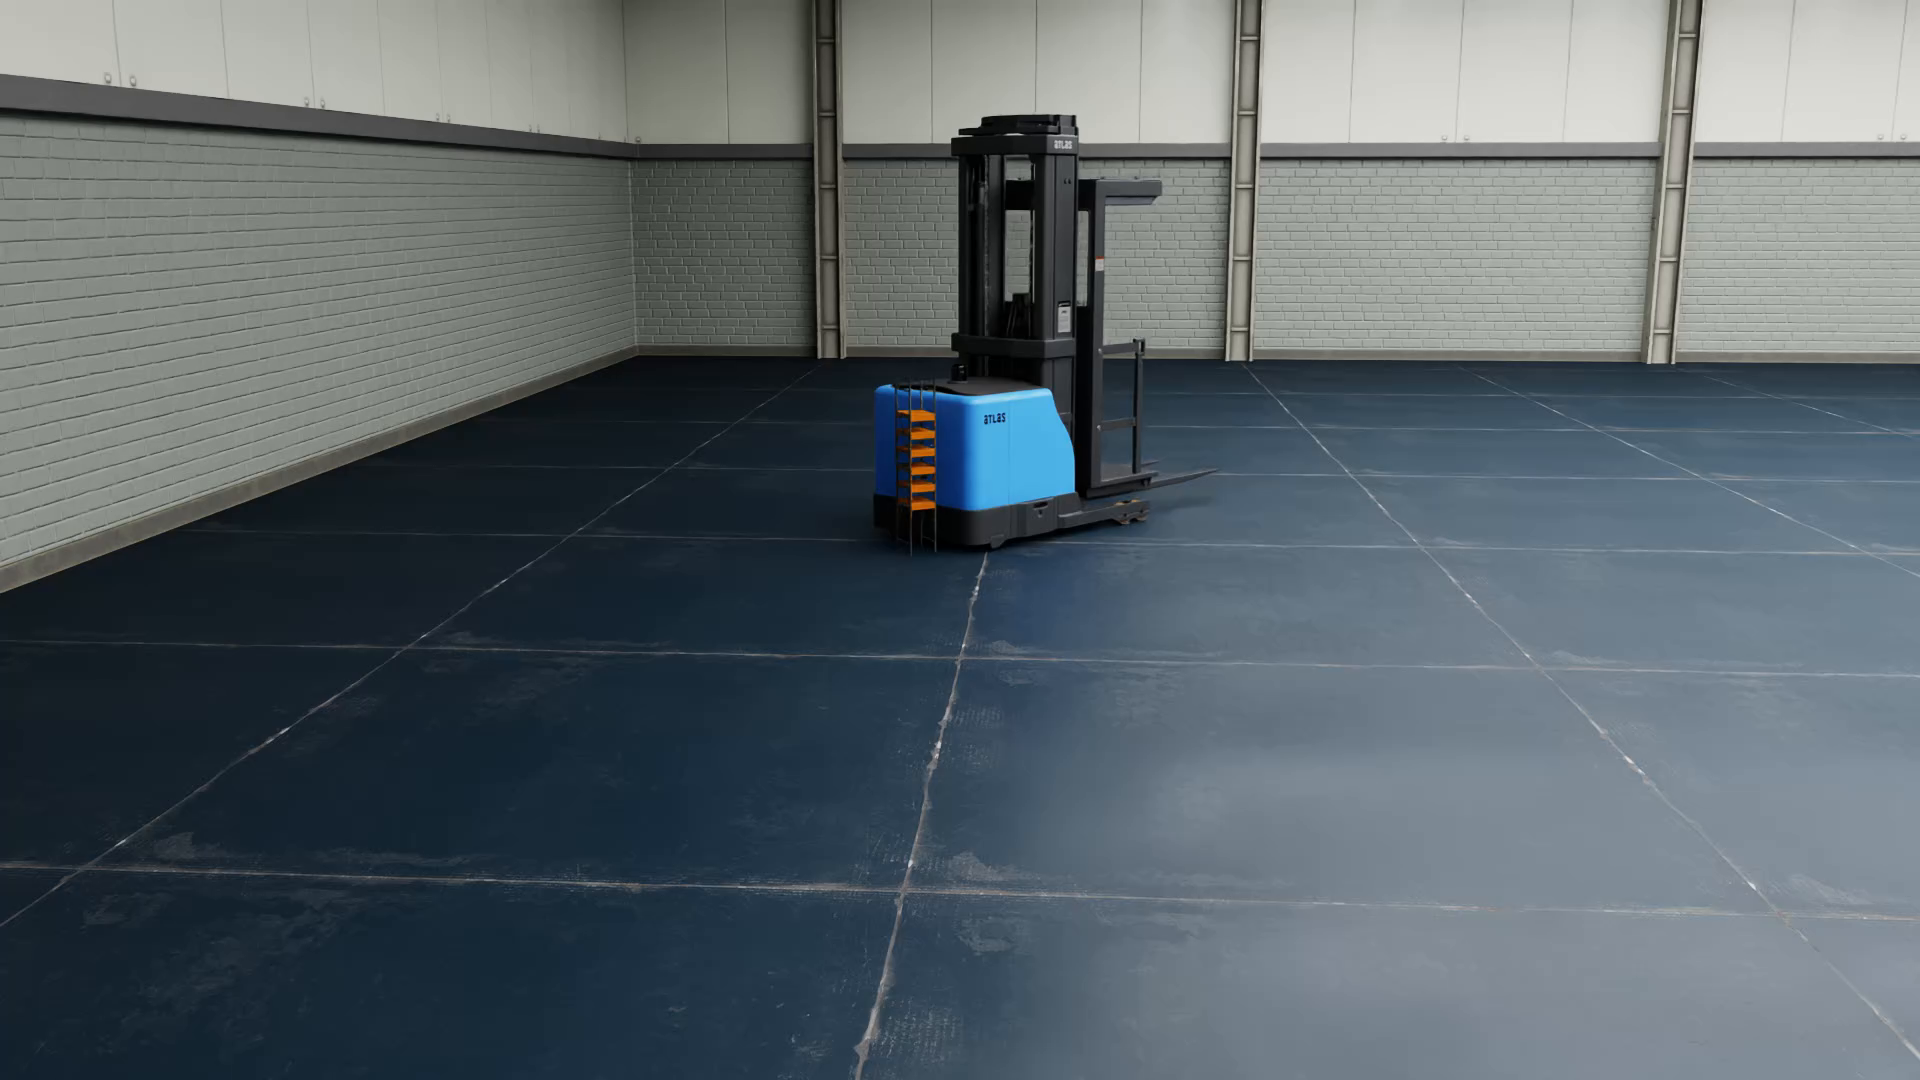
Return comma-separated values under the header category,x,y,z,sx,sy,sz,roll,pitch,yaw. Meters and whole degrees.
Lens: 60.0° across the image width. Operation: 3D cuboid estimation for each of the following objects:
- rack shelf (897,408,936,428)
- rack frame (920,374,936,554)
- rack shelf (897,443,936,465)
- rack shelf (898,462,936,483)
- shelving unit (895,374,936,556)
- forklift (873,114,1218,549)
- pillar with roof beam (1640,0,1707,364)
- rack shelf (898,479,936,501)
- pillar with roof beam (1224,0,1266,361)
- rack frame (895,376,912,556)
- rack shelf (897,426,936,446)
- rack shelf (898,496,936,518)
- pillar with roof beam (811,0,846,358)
category,x,y,z,sx,sy,sz,roll,pitch,yaw
rack shelf,-0.301,-0.816,11.197,0.180,0.103,0.258,-6,13,-26
rack frame,-0.219,-0.515,11.301,0.006,1.200,0.240,-6,13,-26
rack shelf,-0.301,-0.581,11.246,0.180,0.103,0.258,-6,13,-26
rack shelf,-0.301,-0.464,11.270,0.180,0.103,0.258,-6,13,-26
shelving unit,-0.301,-0.507,11.261,0.189,1.200,0.258,-6,13,-26
forklift,0.778,-1.612,12.317,1.130,2.935,3.031,11,16,44
pillar with roof beam,9.777,-6.084,18.874,0.400,9.000,9.100,1,12,4
rack shelf,-0.301,-0.346,11.295,0.180,0.103,0.258,-6,13,-26
pillar with roof beam,3.791,-6.166,19.267,0.400,9.000,9.100,1,12,4
rack frame,-0.383,-0.499,11.222,0.006,1.200,0.240,-6,13,-26
rack shelf,-0.301,-0.698,11.221,0.180,0.103,0.258,-6,13,-26
rack shelf,-0.301,-0.229,11.320,0.180,0.103,0.258,-6,13,-26
pillar with roof beam,-2.196,-6.248,19.659,0.400,9.000,9.100,1,12,4
